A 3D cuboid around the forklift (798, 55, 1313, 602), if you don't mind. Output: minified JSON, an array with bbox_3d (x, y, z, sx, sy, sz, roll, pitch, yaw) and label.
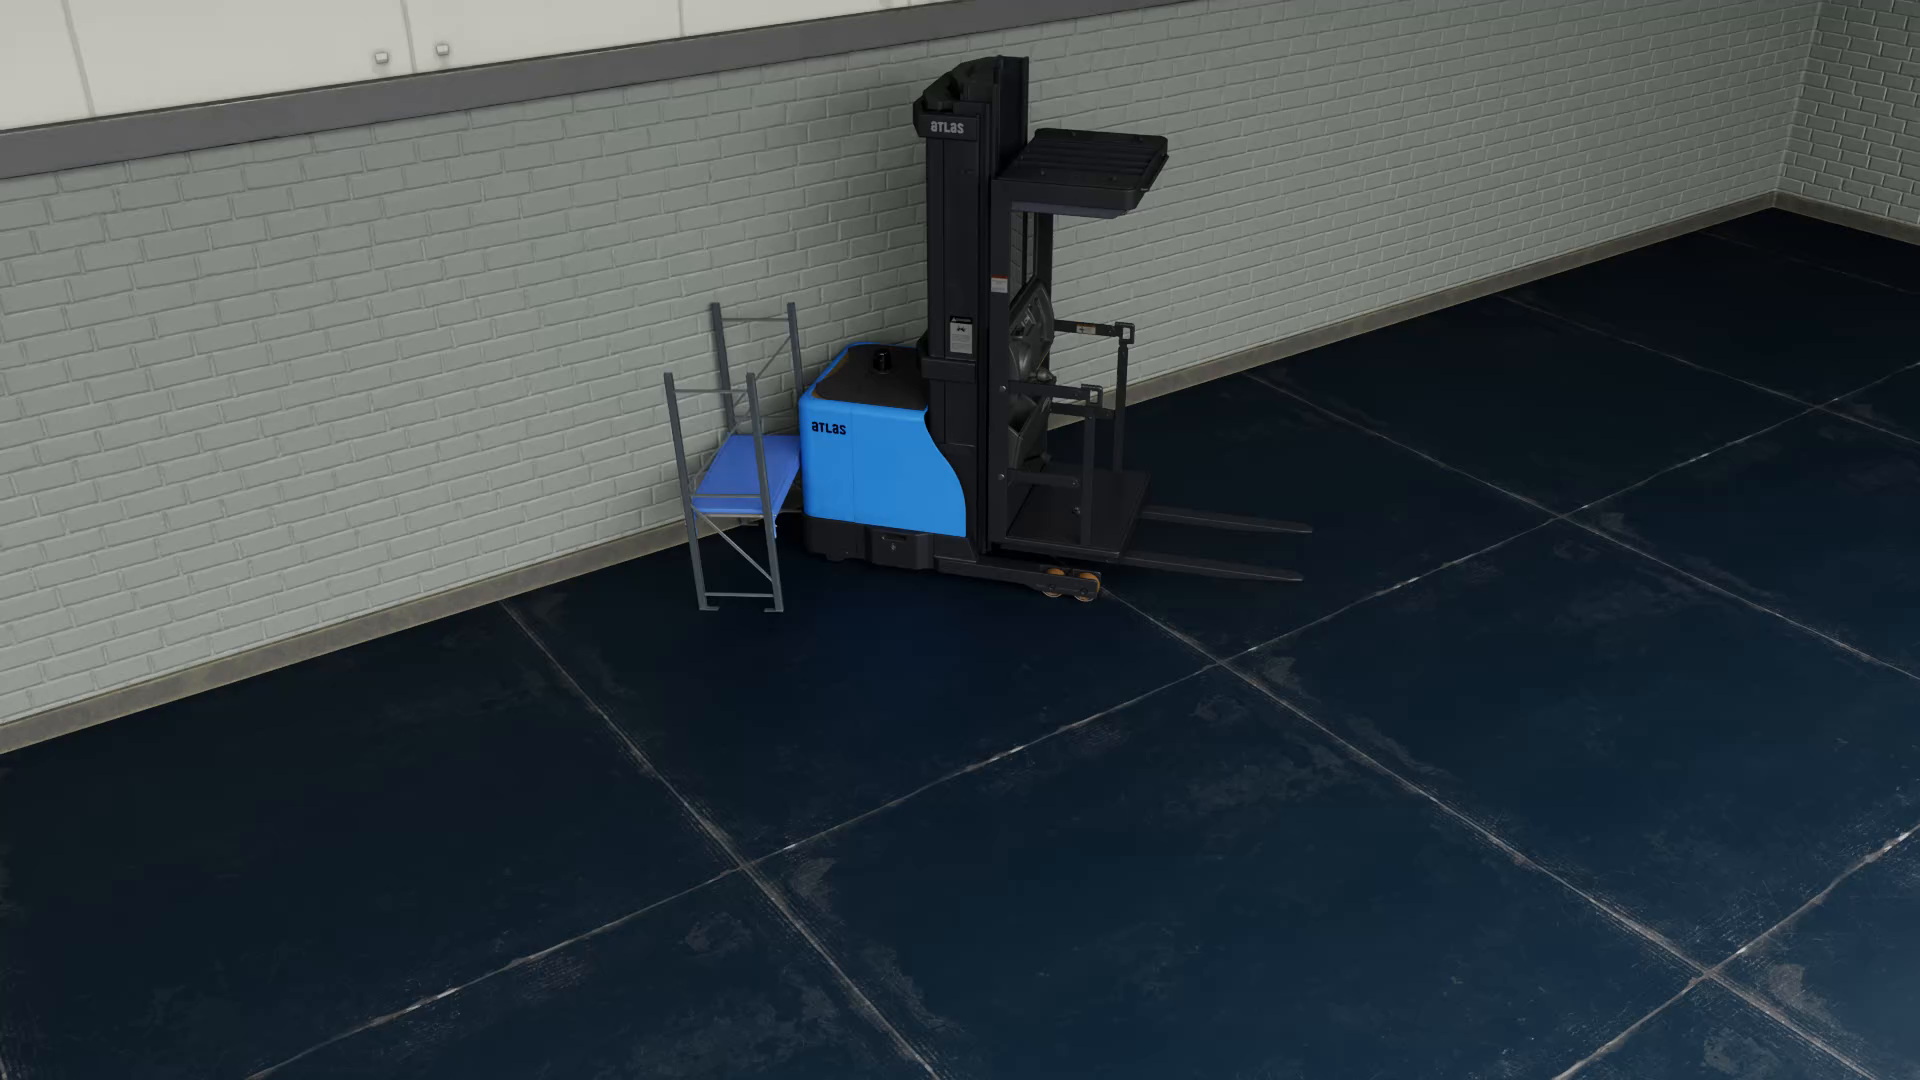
[{"bbox_3d":[0.605,-1.208,9.629,3.031,2.935,1.130,8,29,14],"label":"forklift"}]

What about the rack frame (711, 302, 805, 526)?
[{"bbox_3d":[-1.184,-0.748,10.200,0.500,1.500,0.032,1,30,8],"label":"rack frame"}]

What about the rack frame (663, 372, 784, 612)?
[{"bbox_3d":[-1.313,-0.244,9.326,0.500,1.500,0.032,1,30,8],"label":"rack frame"}]

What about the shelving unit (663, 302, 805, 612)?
[{"bbox_3d":[-1.249,-0.496,9.763,0.538,1.500,1.048,1,30,8],"label":"shelving unit"}]

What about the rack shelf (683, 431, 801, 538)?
[{"bbox_3d":[-1.239,-0.340,9.852,0.538,0.185,1.000,1,30,8],"label":"rack shelf"}]
